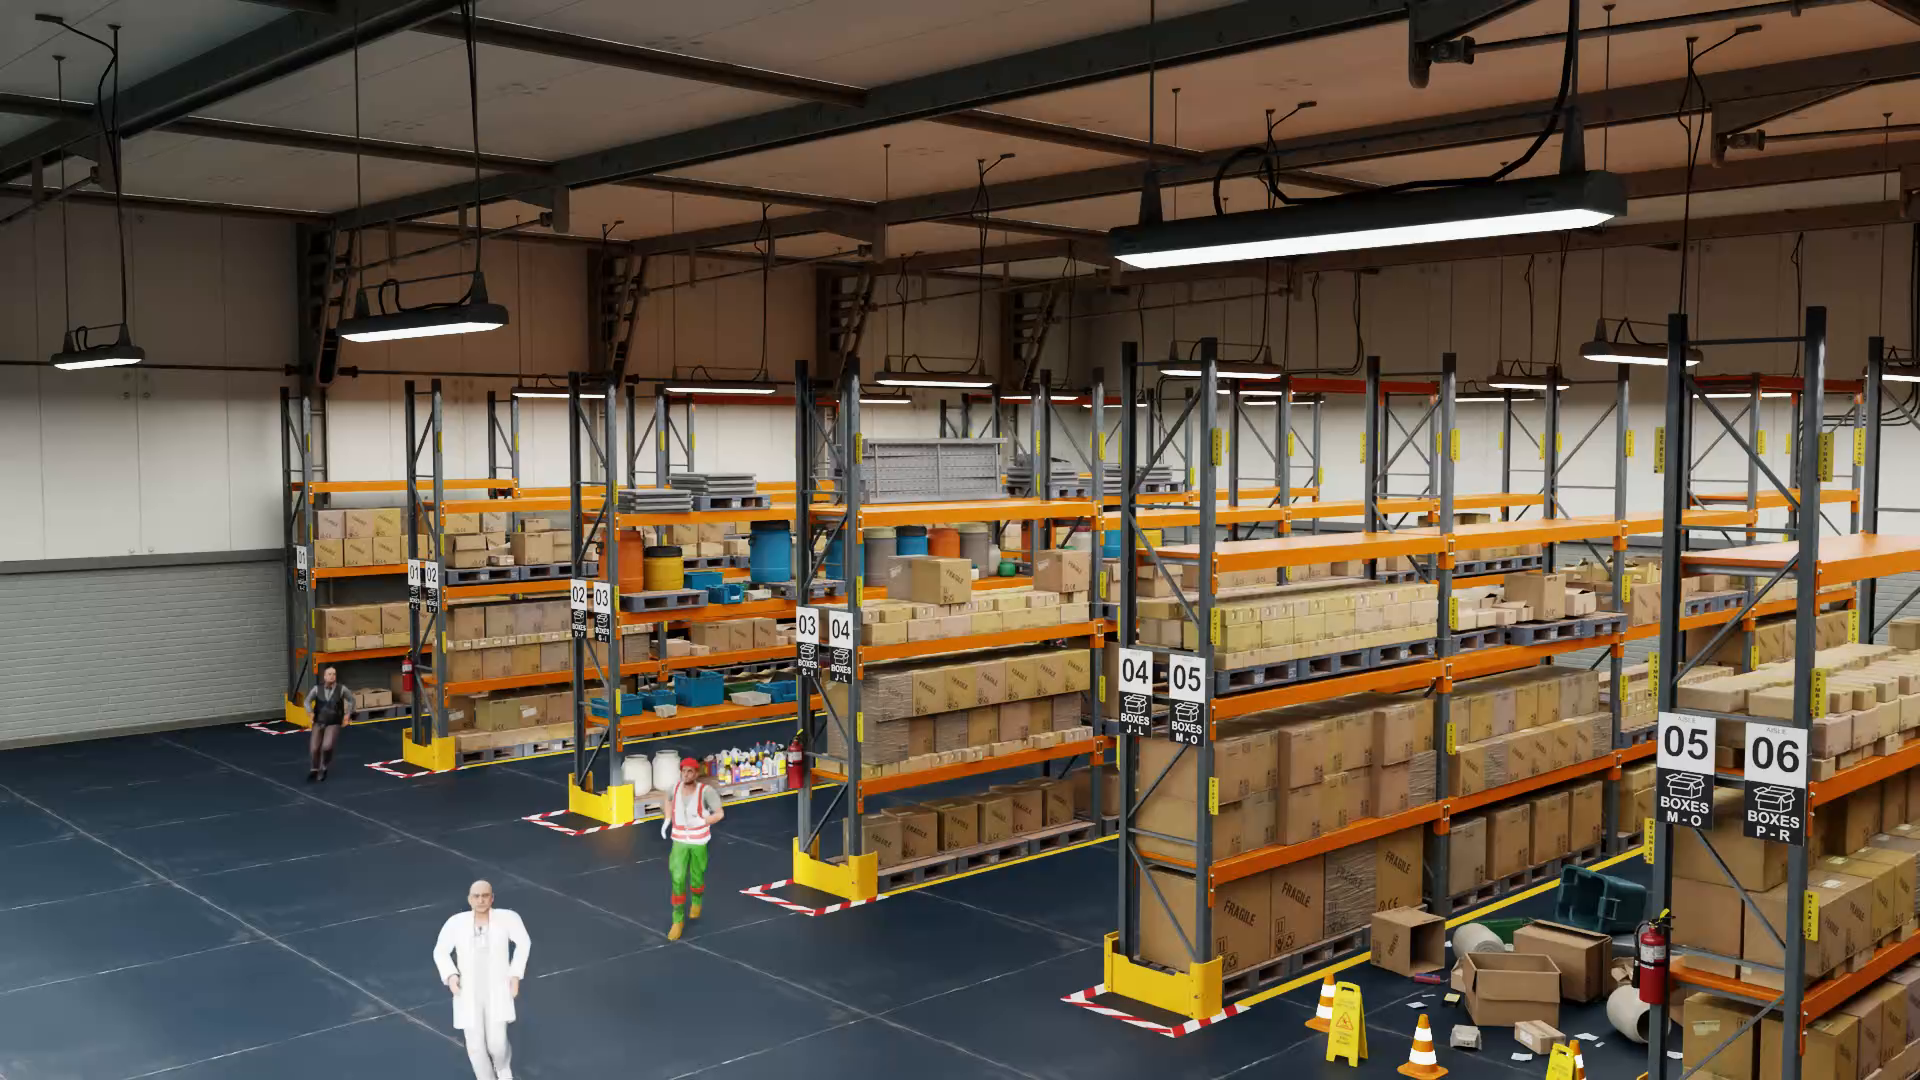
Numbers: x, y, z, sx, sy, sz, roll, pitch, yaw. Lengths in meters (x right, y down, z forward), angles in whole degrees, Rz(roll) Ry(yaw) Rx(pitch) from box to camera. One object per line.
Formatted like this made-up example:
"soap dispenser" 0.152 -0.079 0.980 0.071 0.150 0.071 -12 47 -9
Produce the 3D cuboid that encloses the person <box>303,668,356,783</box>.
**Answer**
"person" -9.396 2.749 24.735 0.714 1.693 0.636 -1 4 -10

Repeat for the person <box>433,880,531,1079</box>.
"person" -3.671 3.476 12.762 0.716 1.743 0.630 -1 4 -10

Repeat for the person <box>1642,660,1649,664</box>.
"person" 10.752 2.693 26.052 0.566 1.625 0.592 -3 5 -43

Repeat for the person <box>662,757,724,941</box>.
"person" -2.777 3.151 17.297 0.658 1.817 0.873 0 4 0
